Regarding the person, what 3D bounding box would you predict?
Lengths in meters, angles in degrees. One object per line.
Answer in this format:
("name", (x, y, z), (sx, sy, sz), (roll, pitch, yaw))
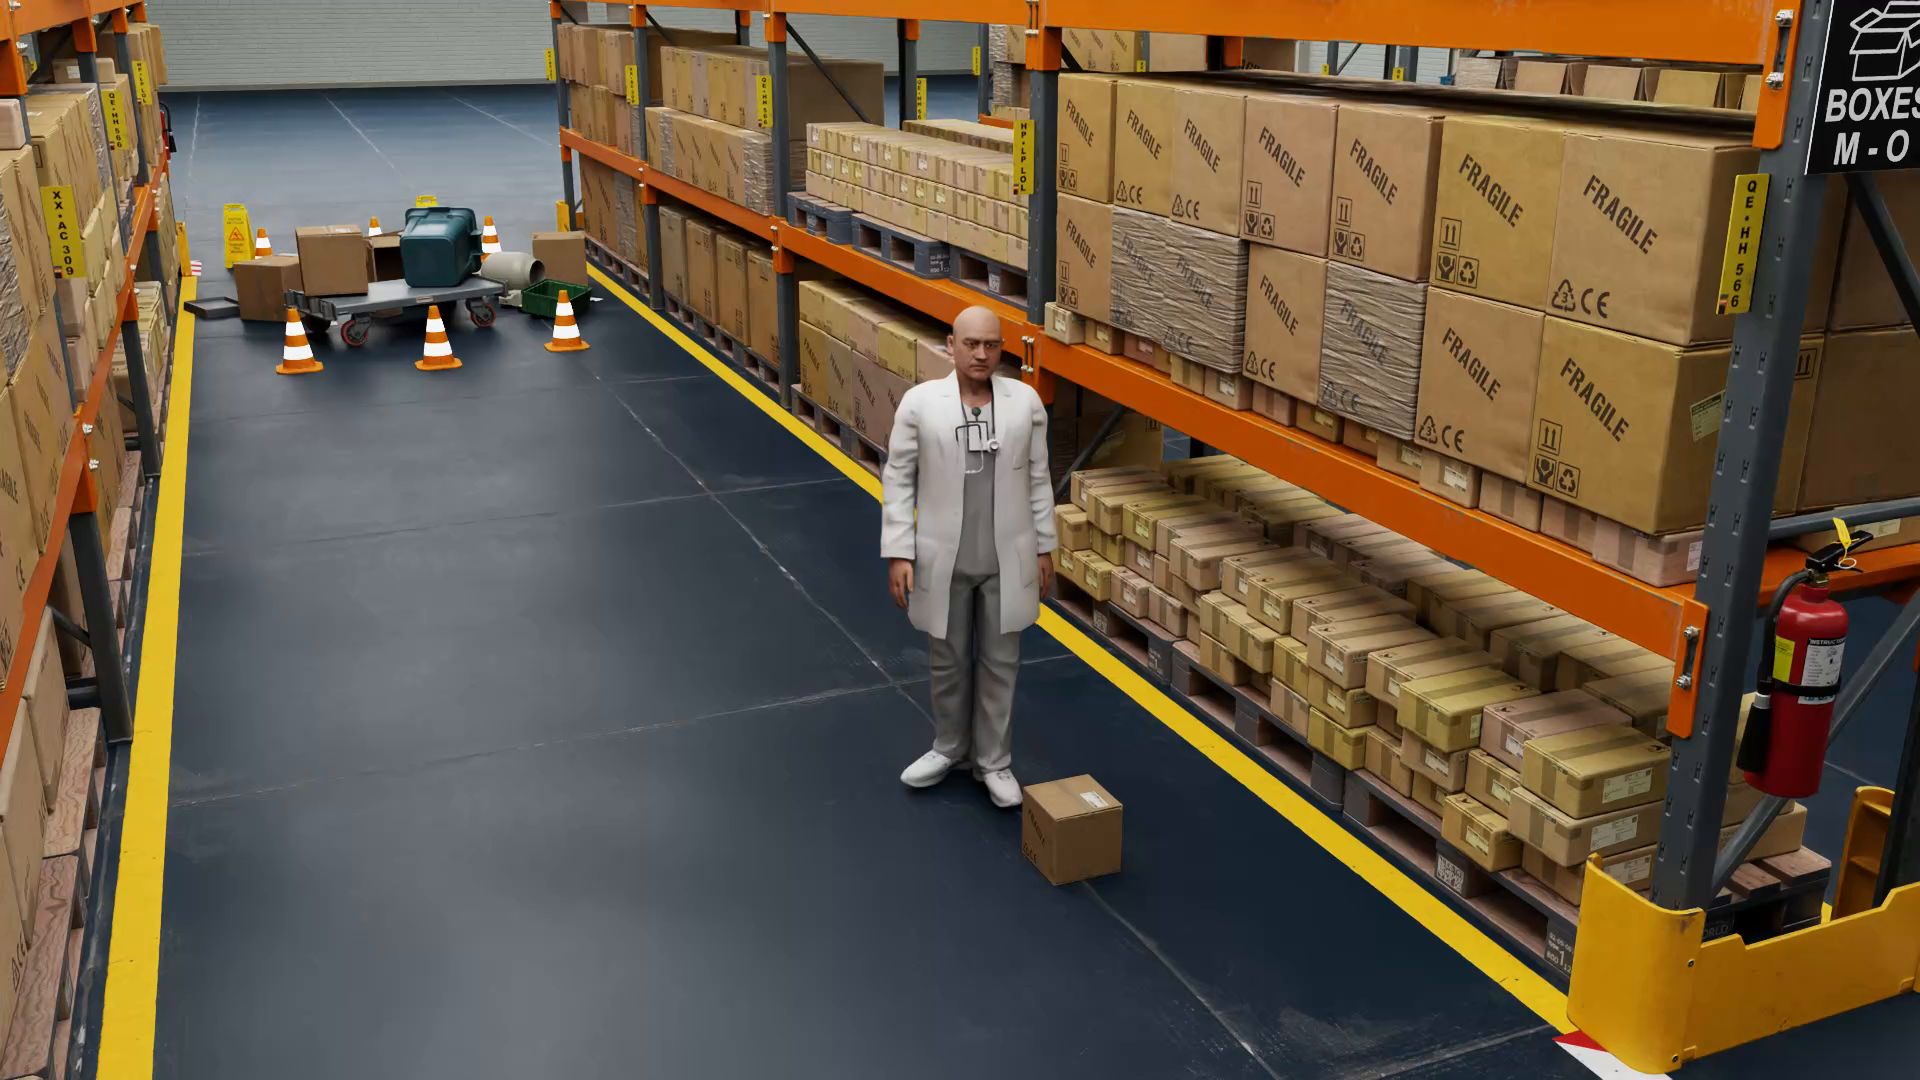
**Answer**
("person", (0.038, 0.066, 5.834), (0.640, 1.776, 0.455), (-2, 19, -5))
